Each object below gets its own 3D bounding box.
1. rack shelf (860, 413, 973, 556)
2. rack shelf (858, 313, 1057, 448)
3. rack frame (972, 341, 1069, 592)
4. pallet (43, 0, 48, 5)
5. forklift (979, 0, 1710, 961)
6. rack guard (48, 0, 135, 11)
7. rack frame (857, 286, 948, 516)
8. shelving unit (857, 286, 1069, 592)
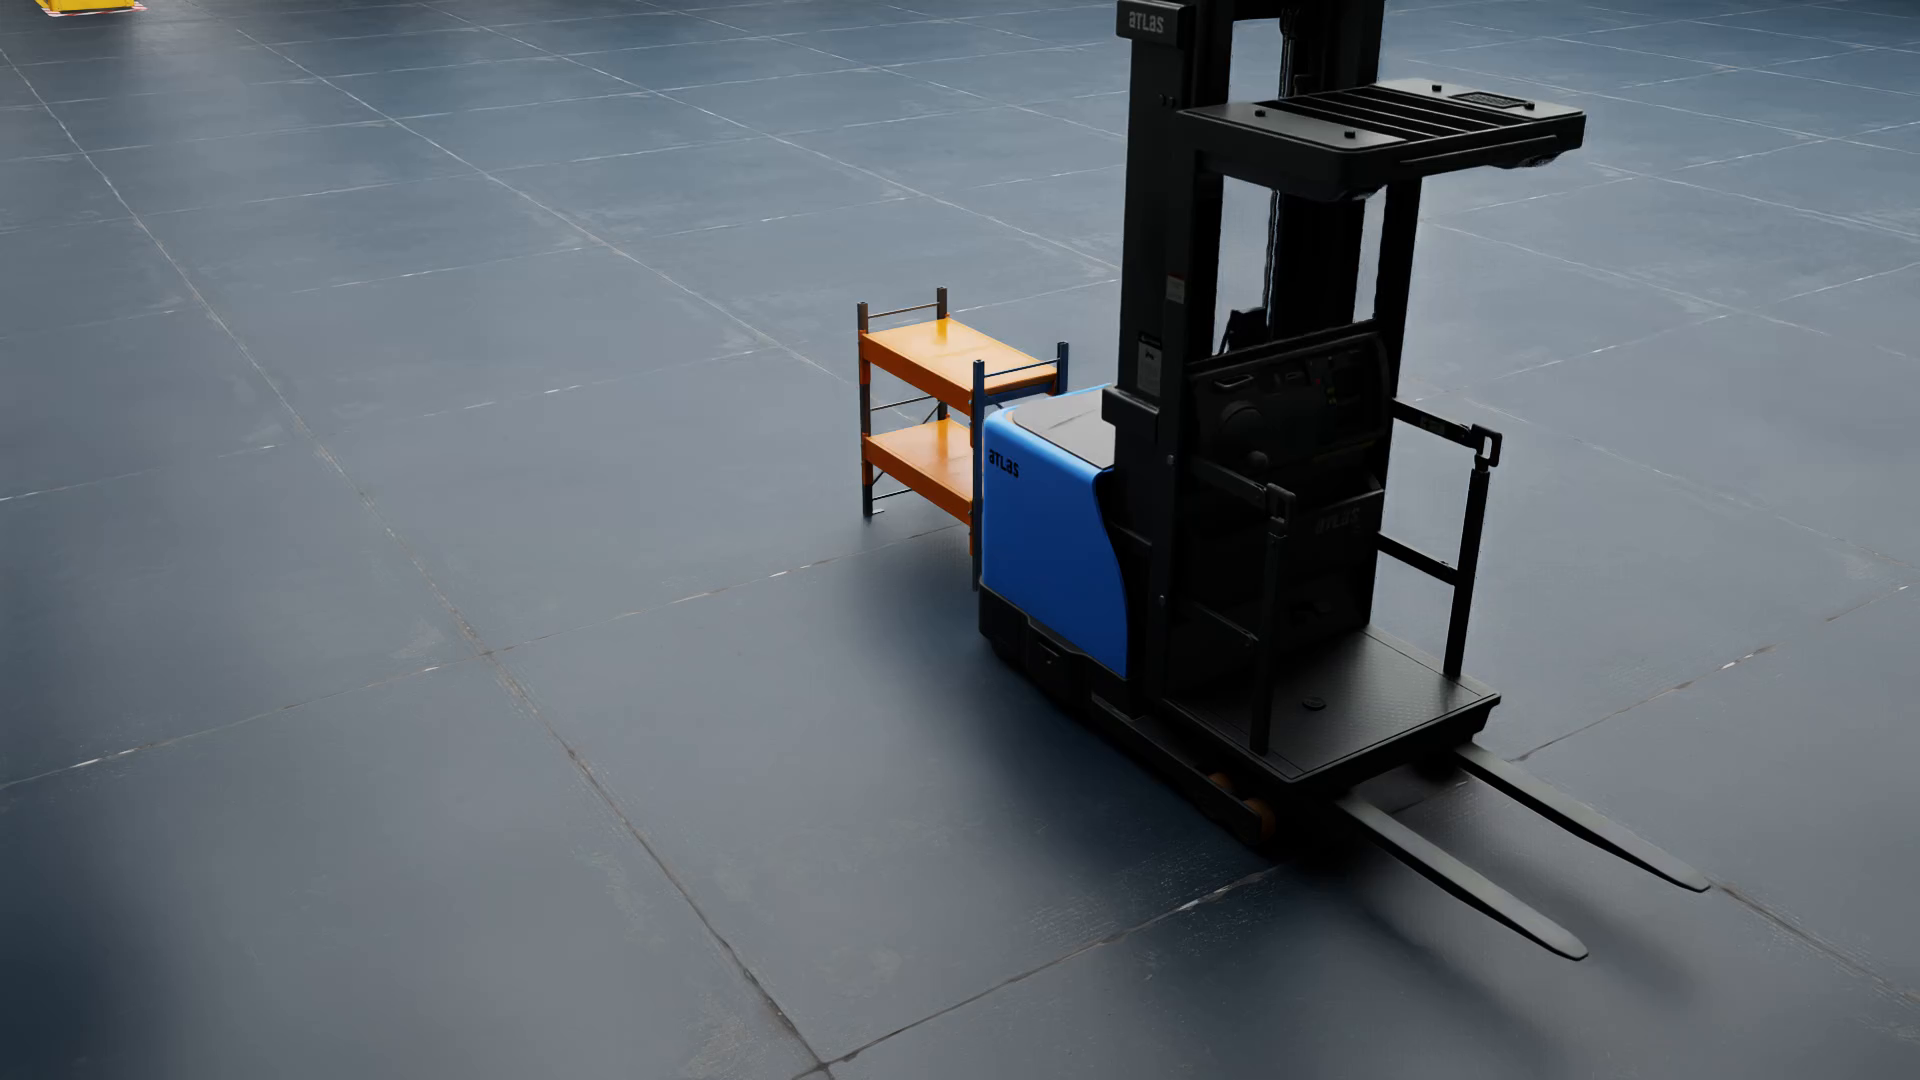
[{"bbox_3d":[-0.004,-0.290,8.119,0.538,0.278,1.000,-16,29,-30],"label":"rack shelf"},{"bbox_3d":[-0.004,-0.776,7.890,0.538,0.278,1.000,-16,29,-30],"label":"rack shelf"},{"bbox_3d":[0.274,-0.329,7.630,0.500,1.125,0.032,-16,29,-30],"label":"rack frame"},{"bbox_3d":[-13.850,-8.585,26.188,1.003,0.211,1.213,-16,29,-30],"label":"pallet"},{"bbox_3d":[1.312,-0.469,5.810,1.130,2.935,3.031,-16,30,-30],"label":"forklift"},{"bbox_3d":[-13.384,-8.443,25.550,1.175,0.500,0.348,-16,29,-30],"label":"rack guard"},{"bbox_3d":[-0.281,-0.693,8.400,0.500,1.125,0.032,-16,29,-30],"label":"rack frame"},{"bbox_3d":[-0.004,-0.511,8.015,0.538,1.125,1.048,-16,29,-30],"label":"shelving unit"}]
